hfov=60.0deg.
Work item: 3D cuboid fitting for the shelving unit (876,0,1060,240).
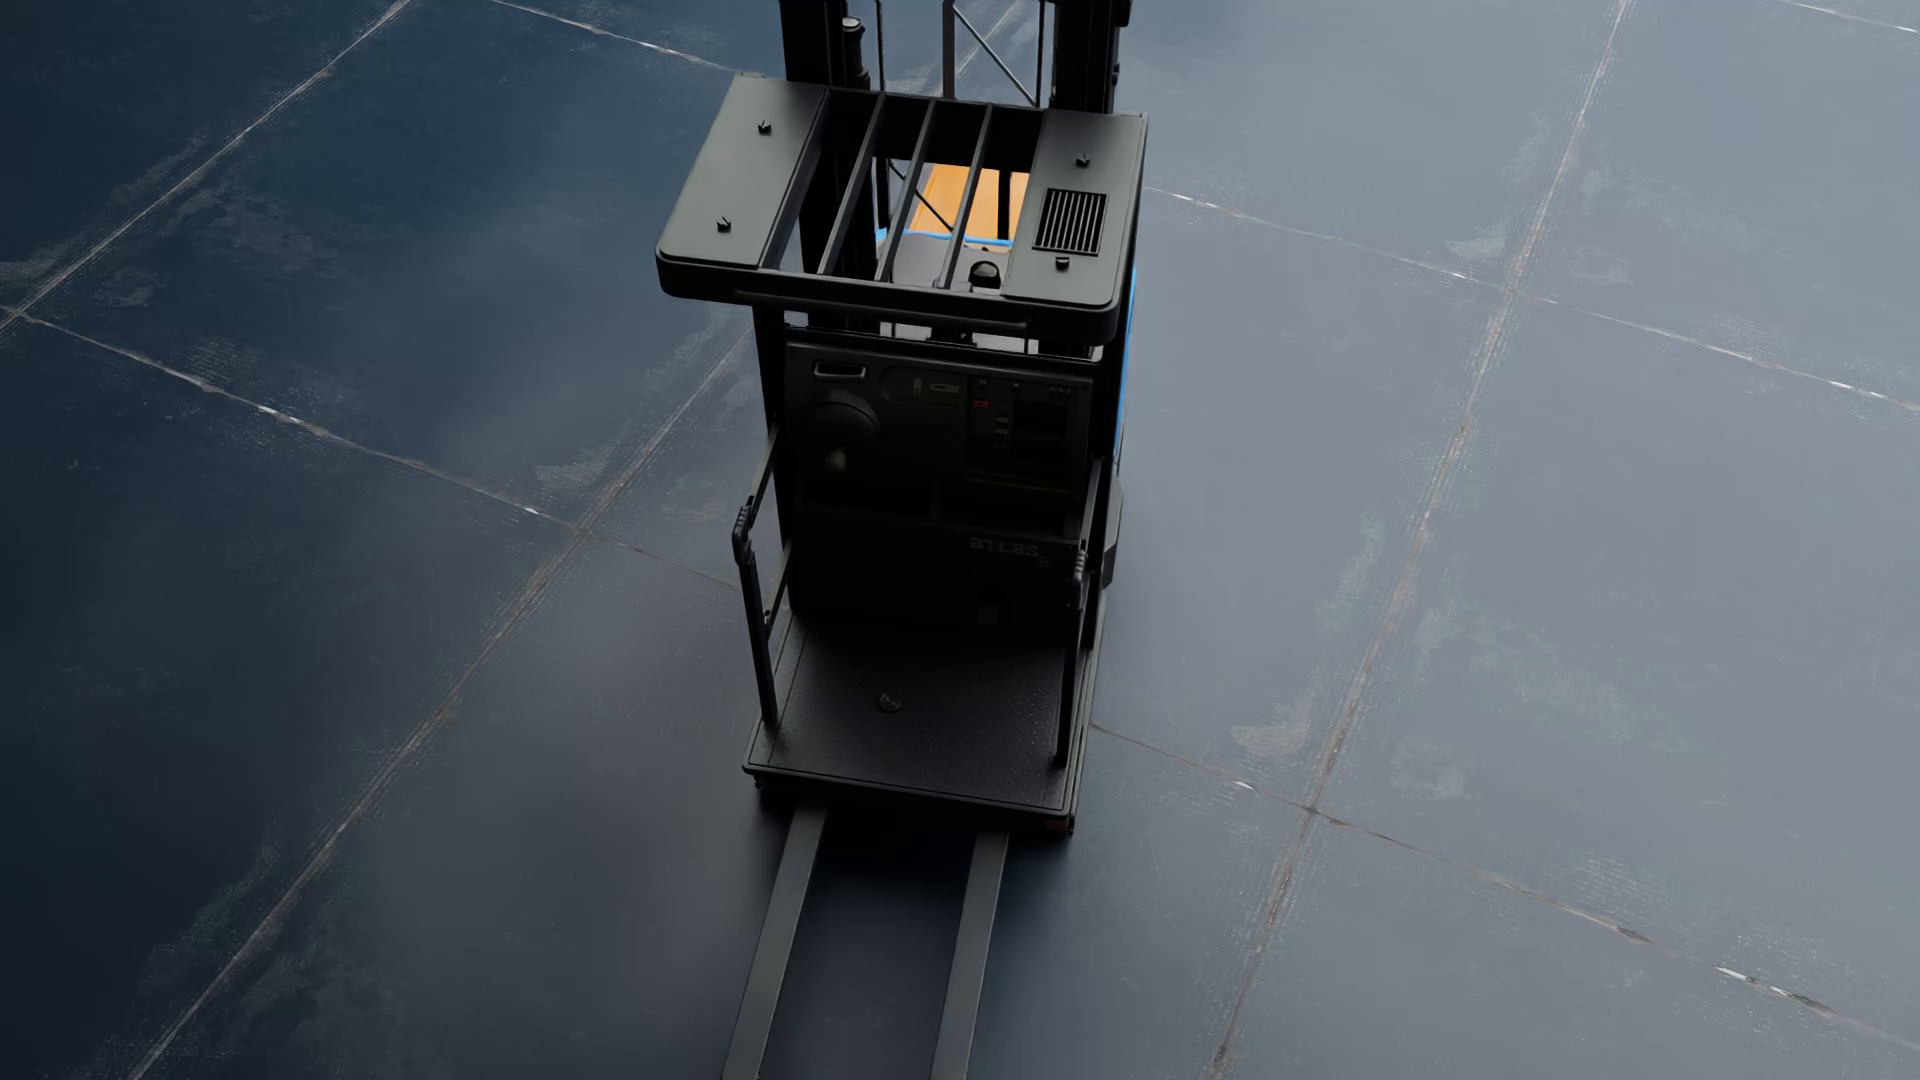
[{"bbox_3d":[0.061,-1.378,6.753,0.587,1.500,1.083,10,50,9],"label":"shelving unit"}]

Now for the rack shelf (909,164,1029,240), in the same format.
[{"bbox_3d":[0.059,-1.255,6.884,0.538,0.185,1.000,10,50,9],"label":"rack shelf"}]

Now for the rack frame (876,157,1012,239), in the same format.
[{"bbox_3d":[-0.059,-0.995,6.427,0.500,1.500,0.032,10,50,9],"label":"rack frame"}]

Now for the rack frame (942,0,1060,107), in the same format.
[{"bbox_3d":[0.176,-1.748,7.068,0.500,1.500,0.032,10,50,9],"label":"rack frame"}]

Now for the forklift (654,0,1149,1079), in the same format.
[{"bbox_3d":[-0.105,-0.258,4.860,1.130,2.935,3.031,8,50,6],"label":"forklift"}]
